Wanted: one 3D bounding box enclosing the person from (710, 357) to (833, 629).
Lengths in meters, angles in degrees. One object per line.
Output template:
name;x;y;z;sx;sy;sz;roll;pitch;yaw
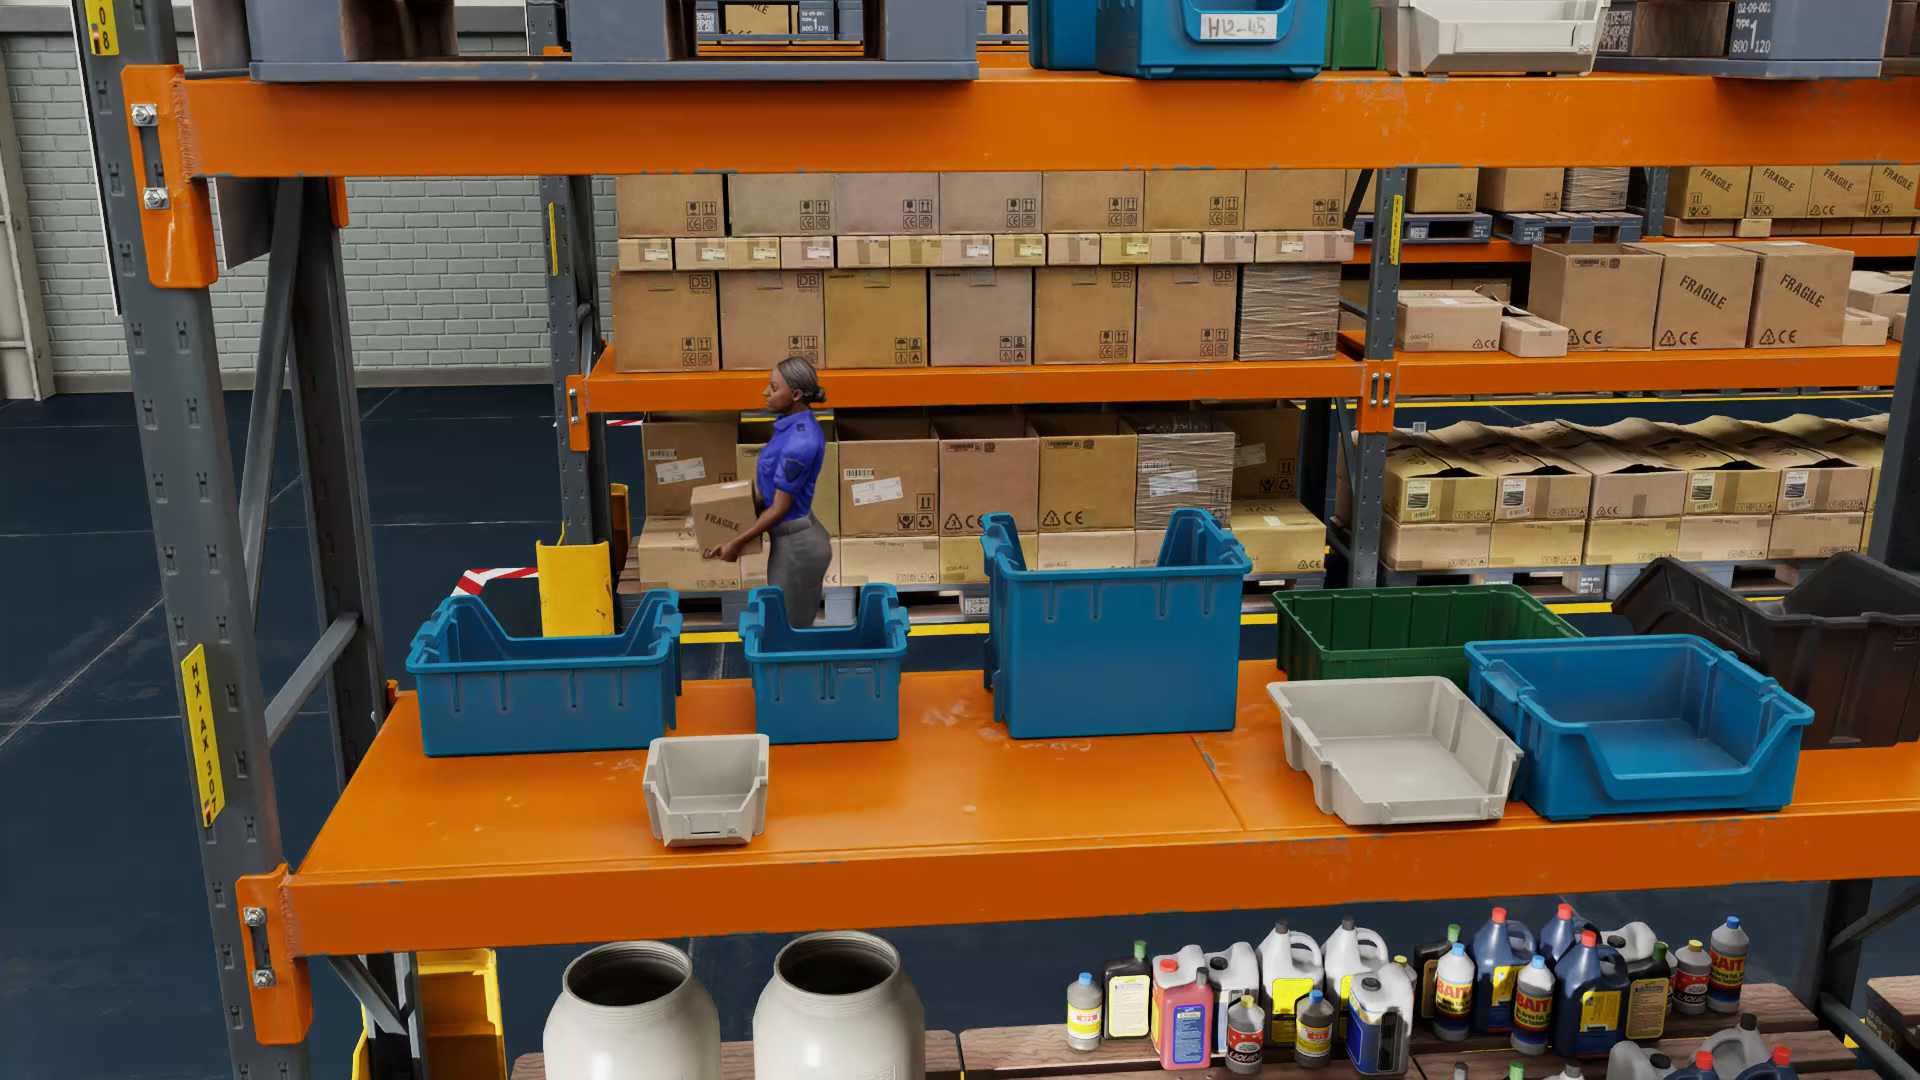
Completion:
person;-0.776;0.065;6.854;0.497;1.656;0.445;-2;17;-6
